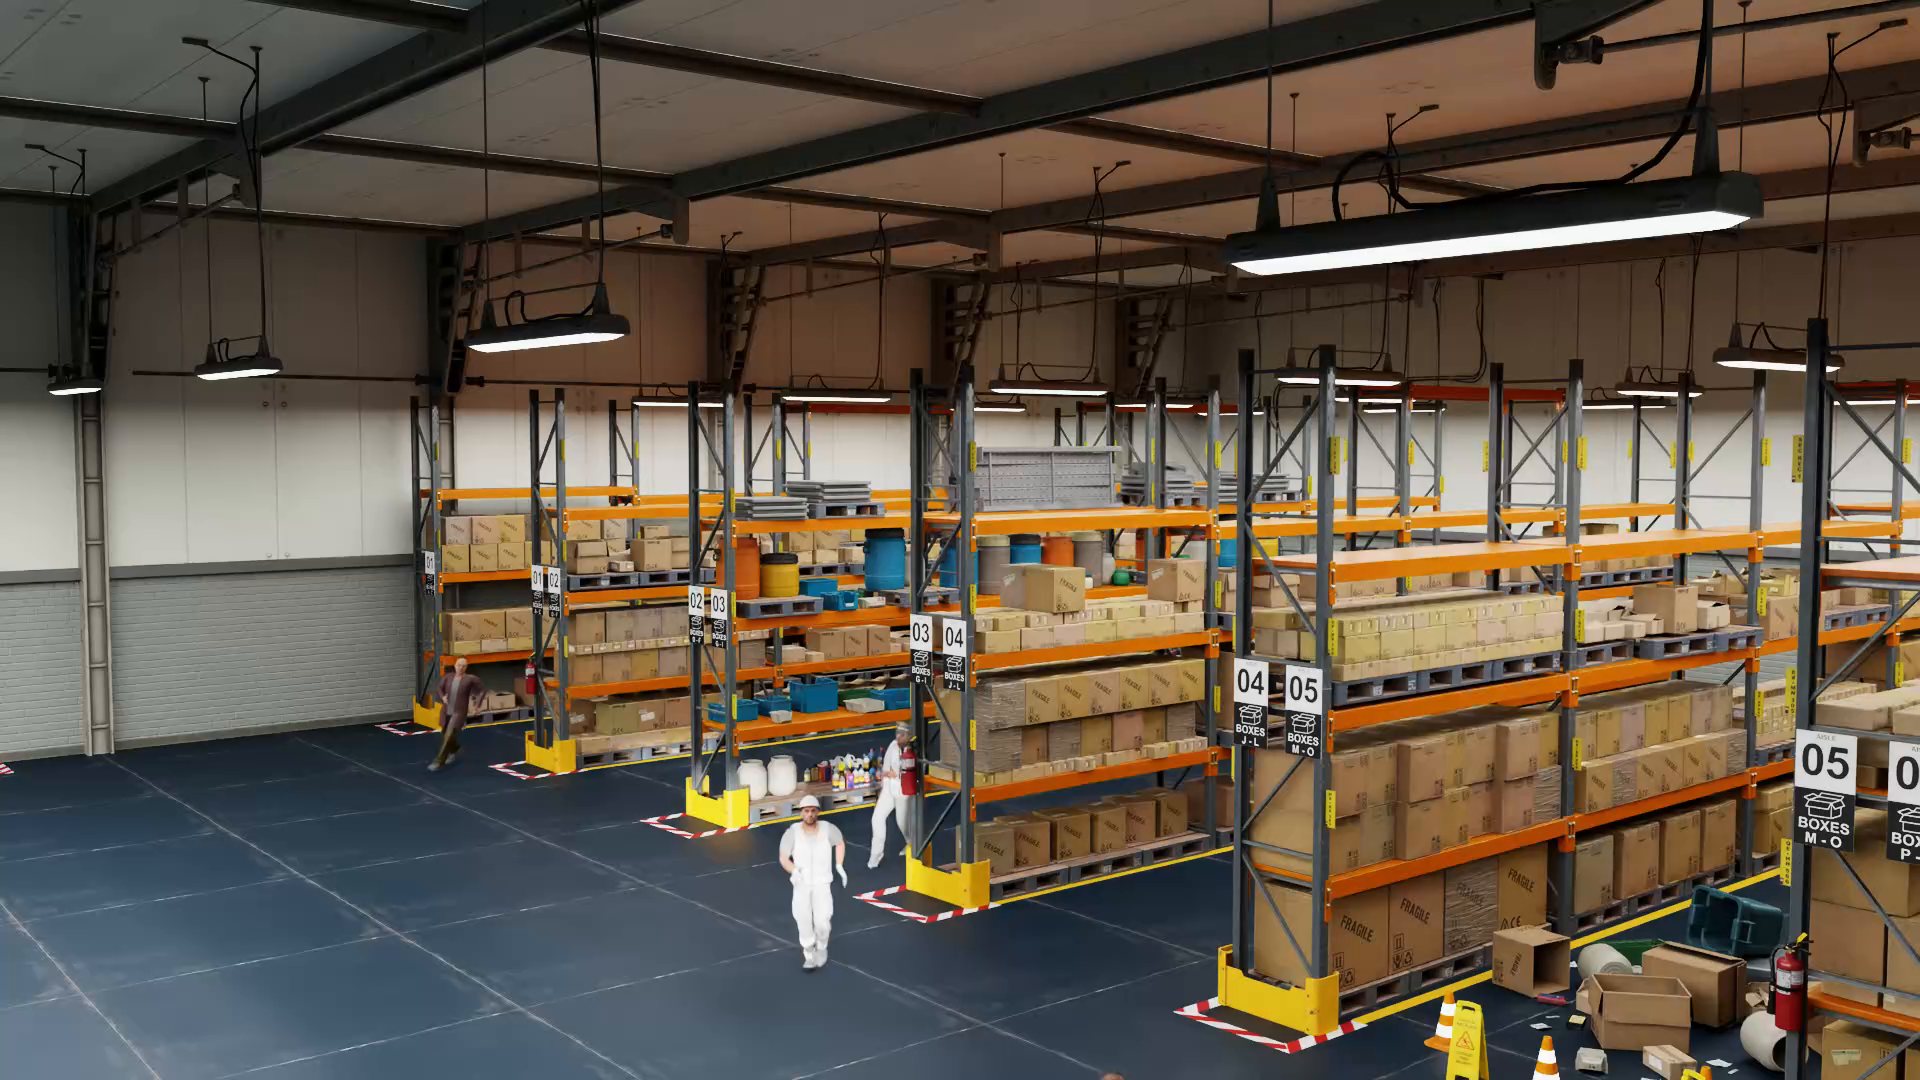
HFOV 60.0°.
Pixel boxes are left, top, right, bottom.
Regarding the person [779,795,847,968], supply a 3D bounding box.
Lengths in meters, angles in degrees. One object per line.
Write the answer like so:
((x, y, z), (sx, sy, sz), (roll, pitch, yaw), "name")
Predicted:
((-1.416, 3.328, 16.072), (0.654, 1.737, 0.709), (0, 3, -5), "person")

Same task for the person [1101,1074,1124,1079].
((0.826, 3.778, 9.156), (0.672, 1.682, 0.758), (0, 3, 8), "person")

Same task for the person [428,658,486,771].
((-7.920, 2.725, 26.142), (0.747, 1.734, 1.033), (1, 3, 13), "person")

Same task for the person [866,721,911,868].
((-0.712, 3.110, 20.351), (0.674, 1.833, 0.820), (2, 4, 32), "person")
